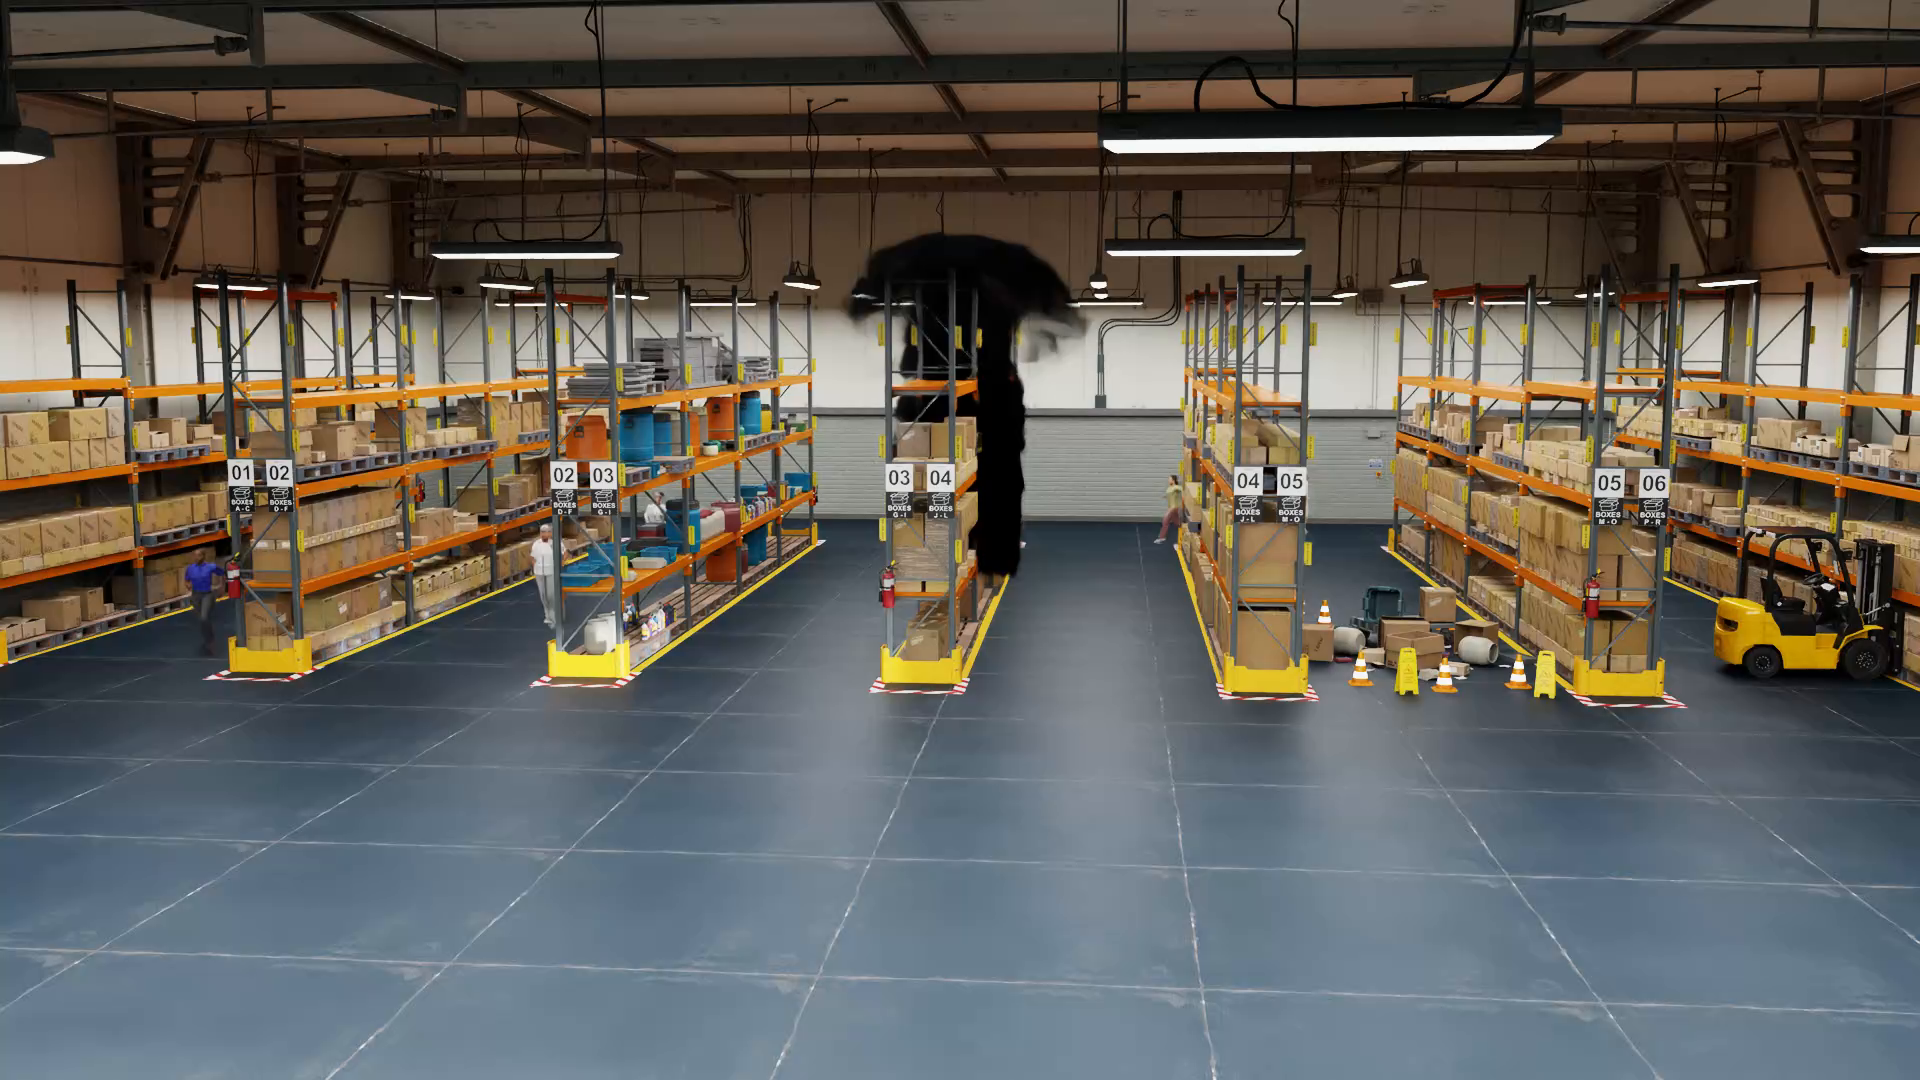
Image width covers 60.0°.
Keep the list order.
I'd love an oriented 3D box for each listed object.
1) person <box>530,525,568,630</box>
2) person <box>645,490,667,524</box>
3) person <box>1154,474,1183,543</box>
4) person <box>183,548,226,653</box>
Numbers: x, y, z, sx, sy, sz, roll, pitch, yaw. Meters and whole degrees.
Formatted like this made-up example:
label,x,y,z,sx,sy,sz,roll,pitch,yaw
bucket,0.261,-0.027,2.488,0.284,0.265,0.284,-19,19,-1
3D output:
label,x,y,z,sx,sy,sz,roll,pitch,yaw
person,-6.785,0.613,27.312,0.571,1.732,0.660,1,7,4
person,-6.187,-0.191,33.962,0.662,1.661,0.484,1,7,11
person,5.193,-0.772,40.609,0.975,1.664,0.600,-1,7,-12
person,-12.088,1.019,26.601,0.589,1.637,0.723,0,7,0
